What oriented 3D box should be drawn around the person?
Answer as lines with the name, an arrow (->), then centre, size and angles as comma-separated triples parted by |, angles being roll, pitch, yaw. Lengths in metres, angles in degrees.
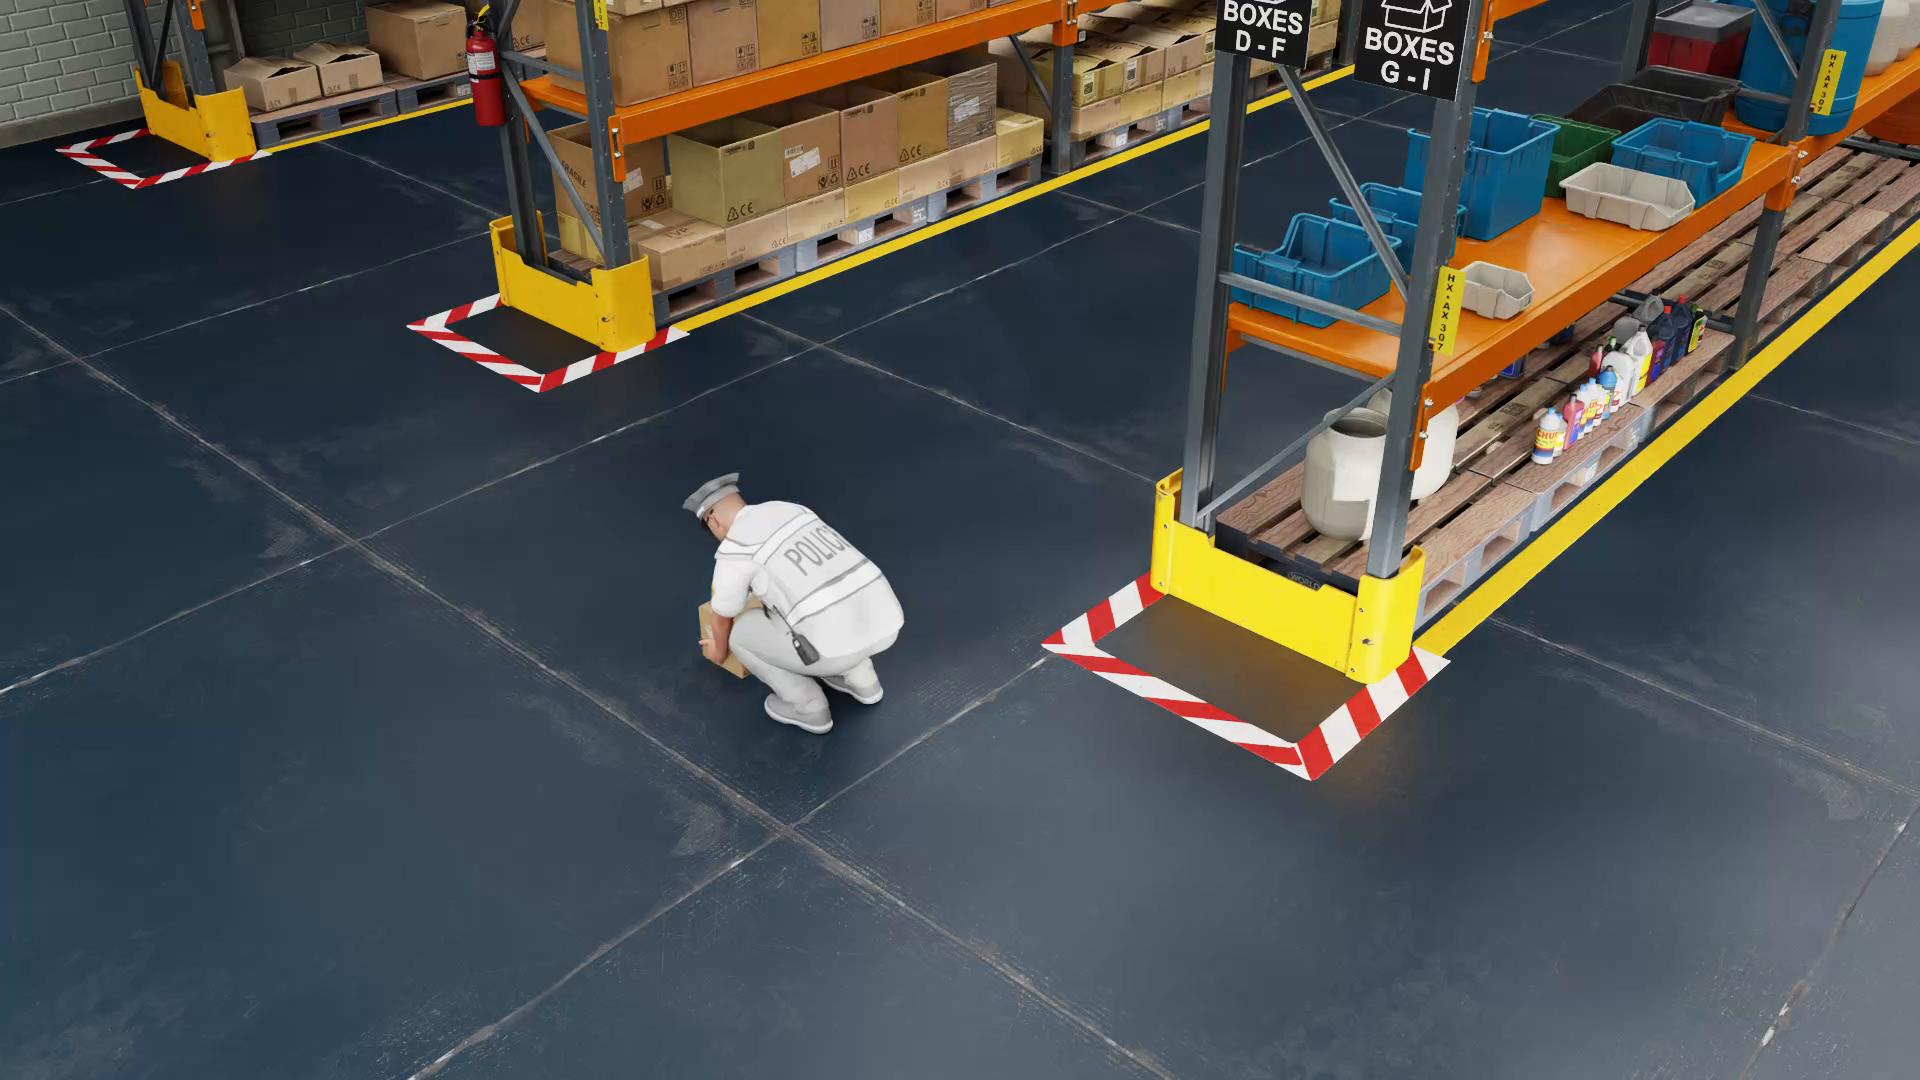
person -> -0.669, 0.227, 6.585 | 0.956, 0.900, 0.553 | 25, 39, 35
